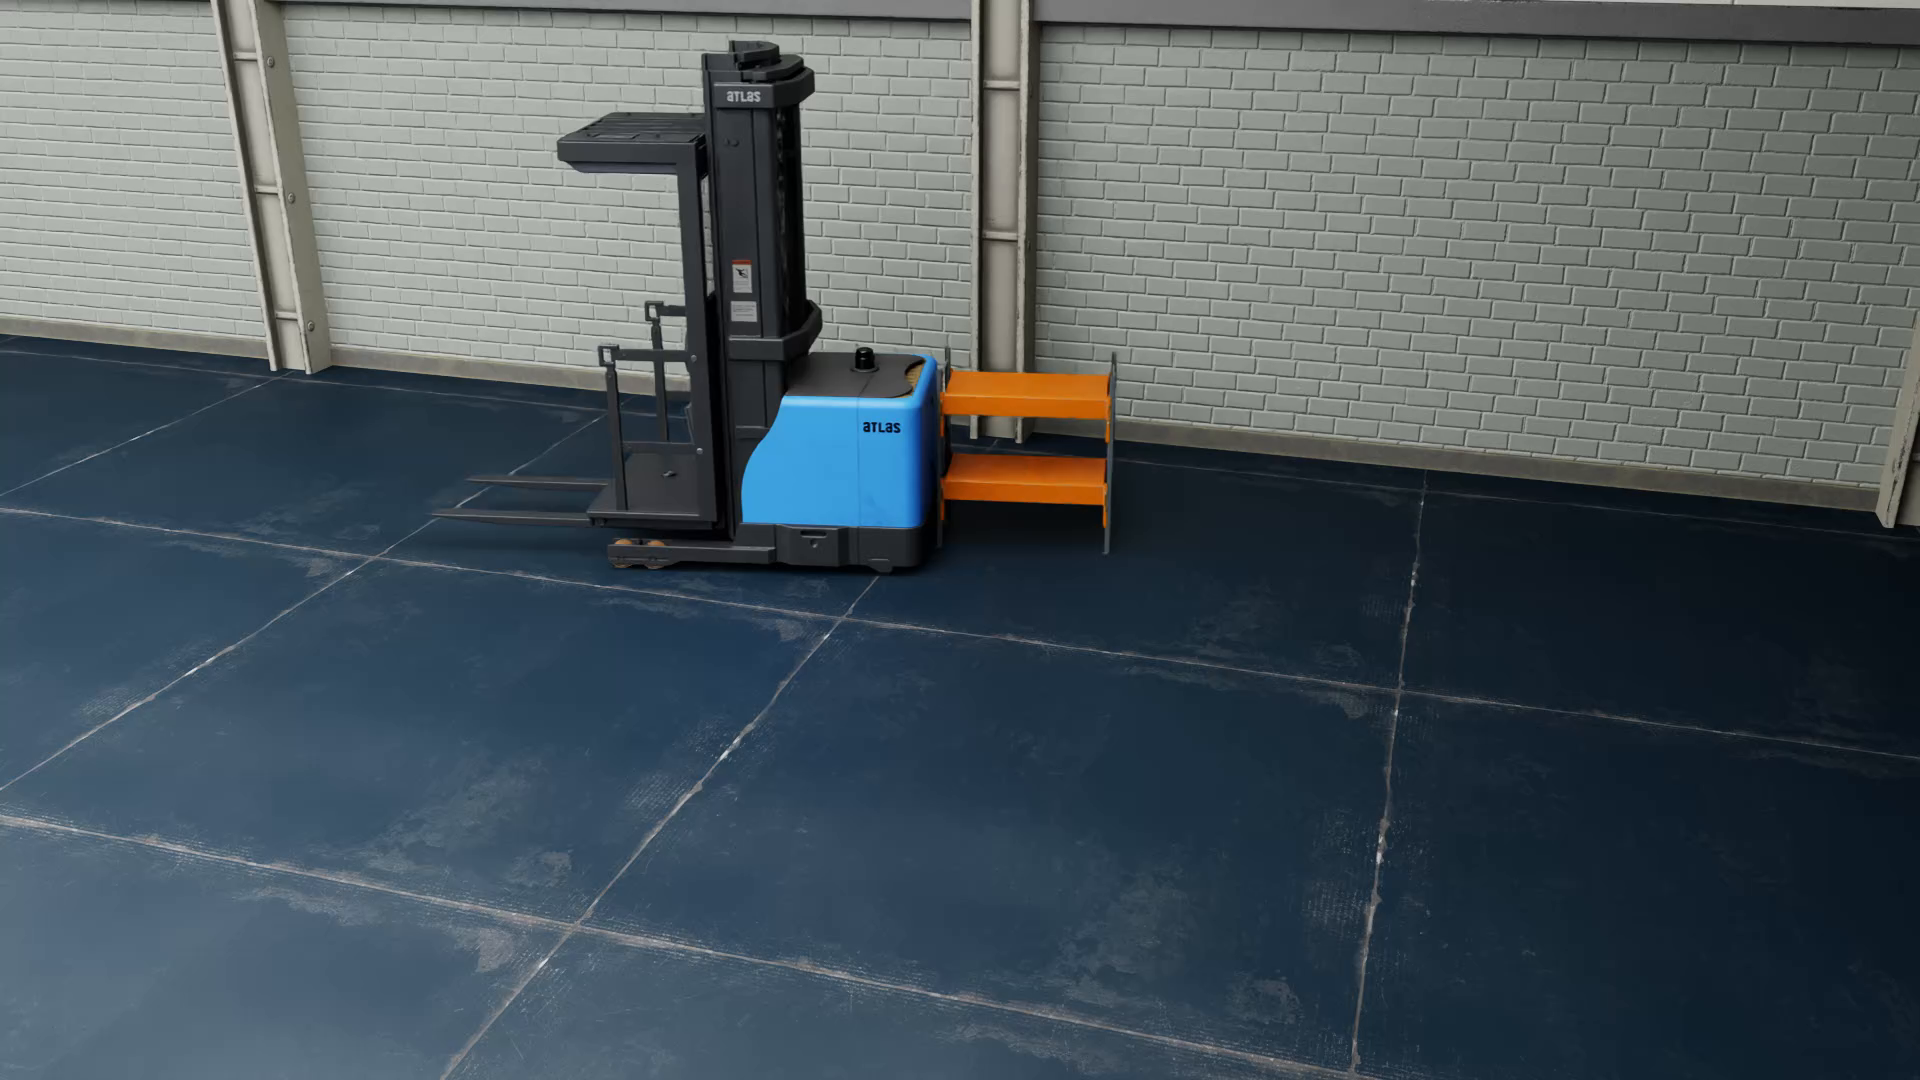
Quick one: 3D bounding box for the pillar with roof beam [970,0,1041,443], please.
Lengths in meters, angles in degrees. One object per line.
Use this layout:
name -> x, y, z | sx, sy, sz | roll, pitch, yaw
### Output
pillar with roof beam -> -0.937, -3.372, 6.632 | 0.400, 9.000, 9.100 | 7, 23, 16

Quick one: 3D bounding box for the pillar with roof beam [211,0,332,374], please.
pillar with roof beam -> -6.681, -4.029, 8.236 | 0.400, 9.000, 9.100 | 7, 23, 16

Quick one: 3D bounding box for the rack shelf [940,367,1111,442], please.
rack shelf -> 0.406, -0.818, 10.012 | 1.000, 0.278, 0.538 | 2, 22, 5

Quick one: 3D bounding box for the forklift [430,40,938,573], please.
forklift -> -1.672, -1.379, 9.770 | 3.031, 2.935, 1.130 | 2, 22, 5

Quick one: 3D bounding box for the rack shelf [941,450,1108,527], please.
rack shelf -> 0.406, -0.321, 10.216 | 1.000, 0.278, 0.538 | 2, 22, 5

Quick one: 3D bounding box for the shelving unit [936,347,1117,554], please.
shelving unit -> 0.406, -0.548, 10.123 | 1.048, 1.125, 0.538 | 2, 22, 5

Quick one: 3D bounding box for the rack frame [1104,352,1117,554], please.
rack frame -> 0.912, -0.528, 10.075 | 0.032, 1.125, 0.500 | 2, 22, 5

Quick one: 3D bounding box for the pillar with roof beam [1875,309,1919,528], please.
pillar with roof beam -> 4.807, -2.714, 5.029 | 0.400, 9.000, 9.100 | 7, 23, 16

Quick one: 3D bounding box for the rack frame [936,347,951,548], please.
rack frame -> -0.099, -0.567, 10.170 | 0.032, 1.125, 0.500 | 2, 22, 5
